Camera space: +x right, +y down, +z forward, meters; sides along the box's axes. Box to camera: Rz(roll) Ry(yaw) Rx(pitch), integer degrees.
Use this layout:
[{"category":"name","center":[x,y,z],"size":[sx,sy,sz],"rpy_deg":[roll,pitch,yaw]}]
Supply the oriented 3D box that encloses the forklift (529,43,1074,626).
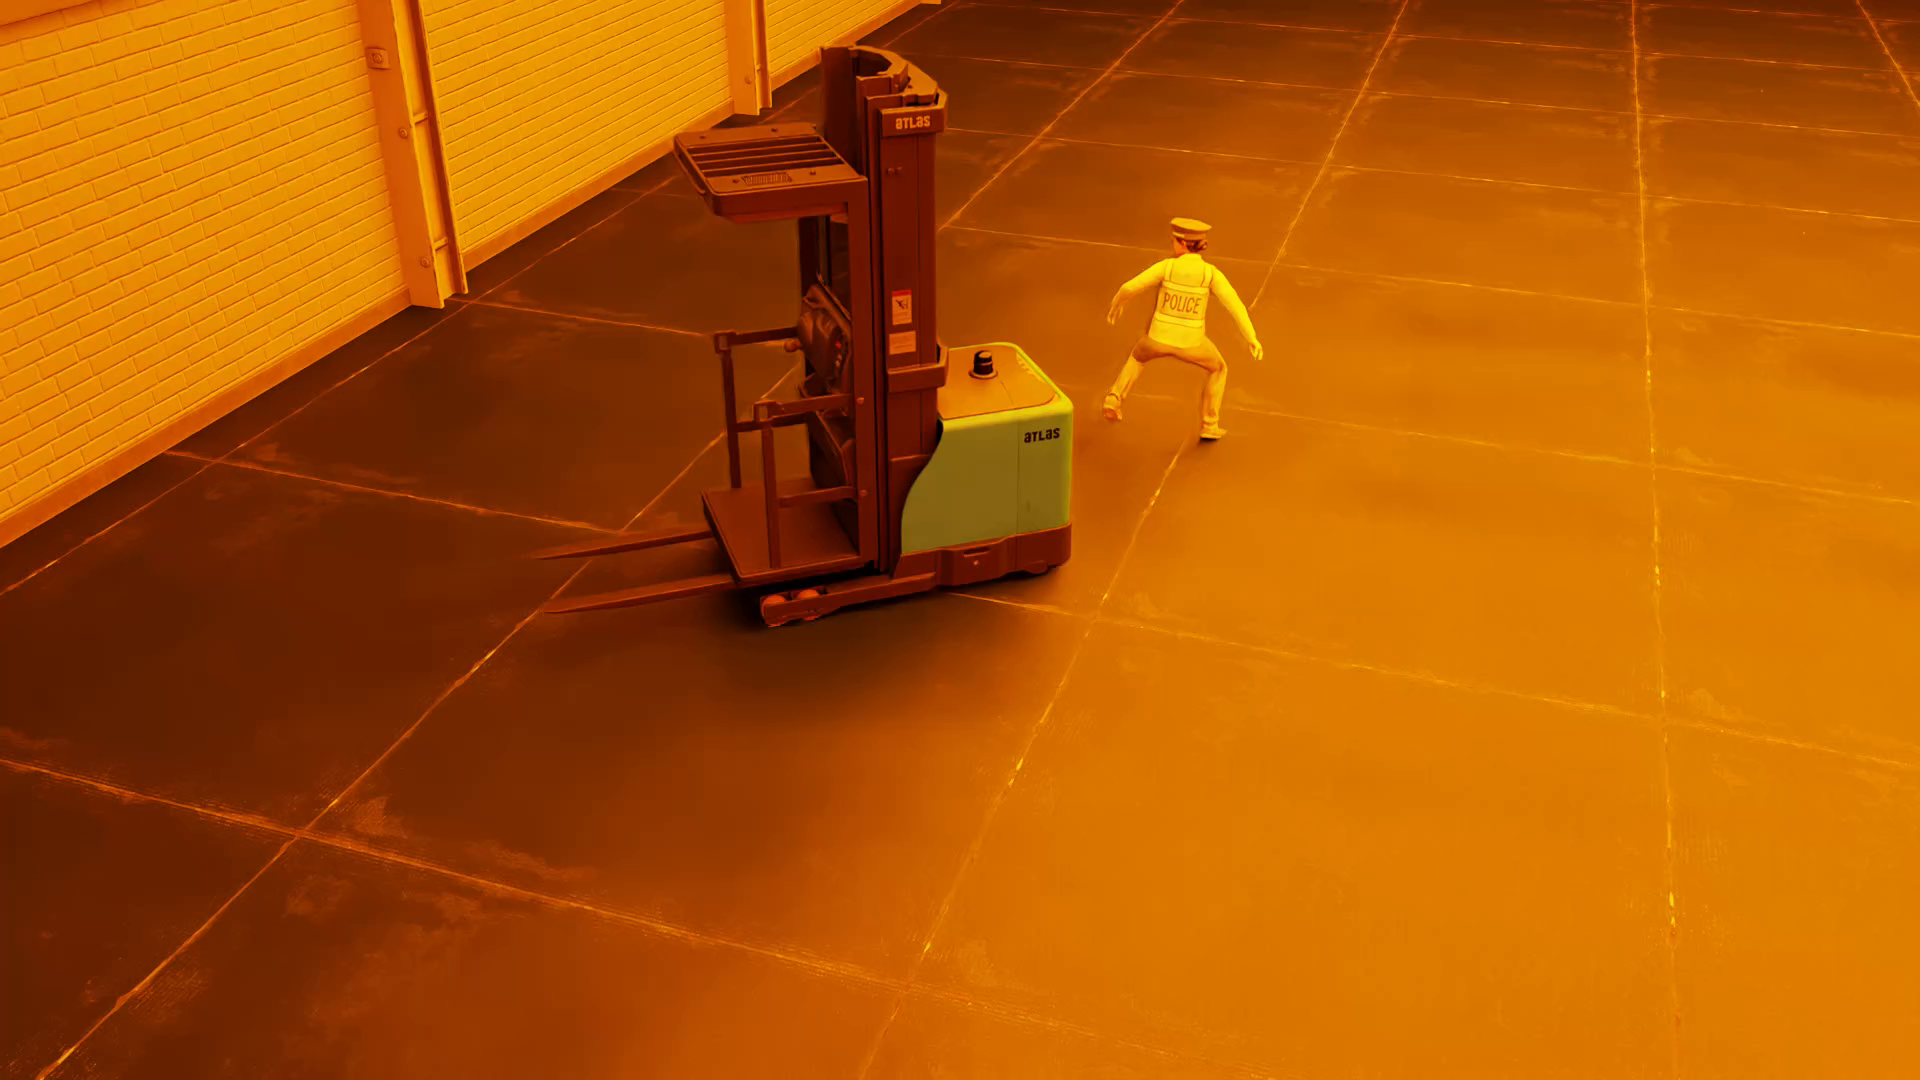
[{"category":"forklift","center":[-0.922,-1.088,9.046],"size":[3.031,2.935,1.130],"rpy_deg":[-10,31,-17]}]

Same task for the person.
[{"category":"person","center":[1.483,-1.355,10.997],"size":[1.042,1.555,0.455],"rpy_deg":[8,31,13]}]
